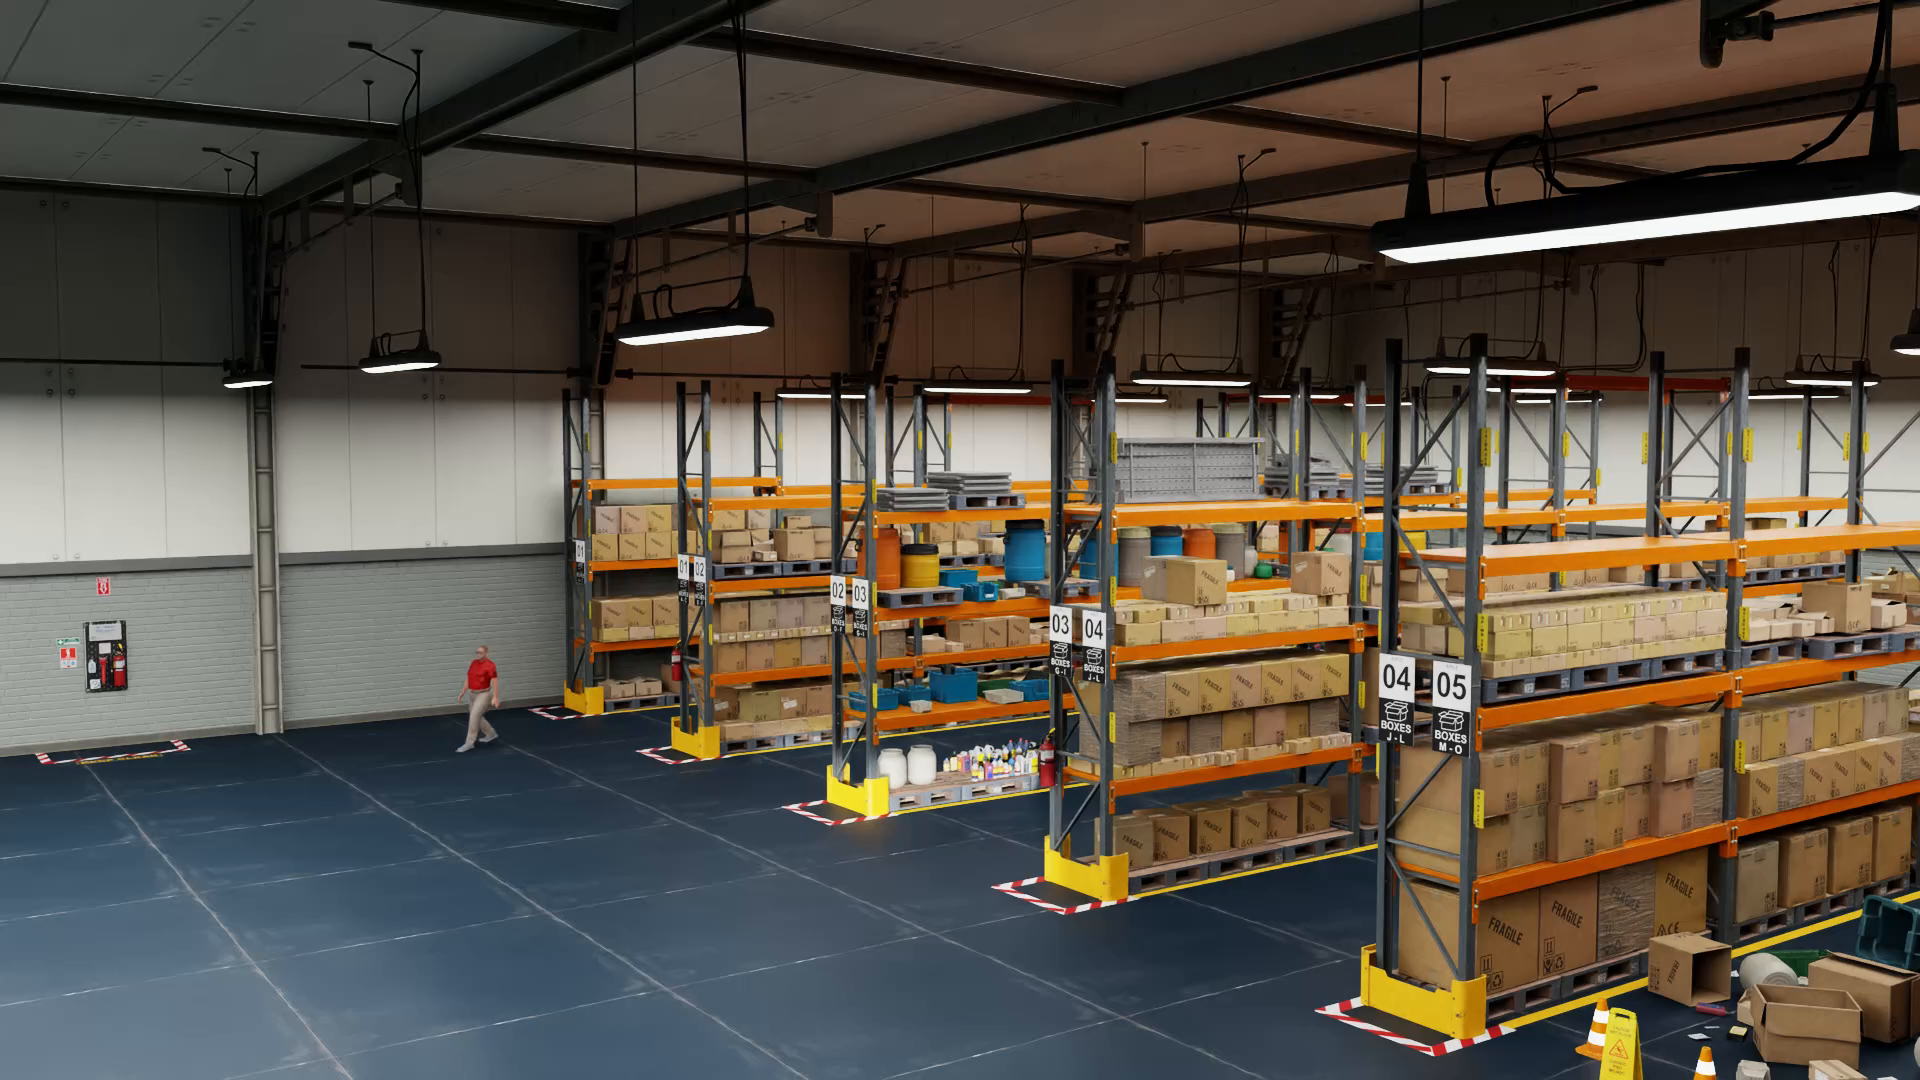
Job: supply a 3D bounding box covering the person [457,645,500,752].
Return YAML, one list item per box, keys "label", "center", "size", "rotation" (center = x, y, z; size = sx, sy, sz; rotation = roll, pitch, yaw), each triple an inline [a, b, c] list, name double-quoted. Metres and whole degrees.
- label: "person"
  center: [-7.888, 2.572, 27.285]
  size: [0.634, 1.704, 0.858]
  rotation: [2, 4, 32]
